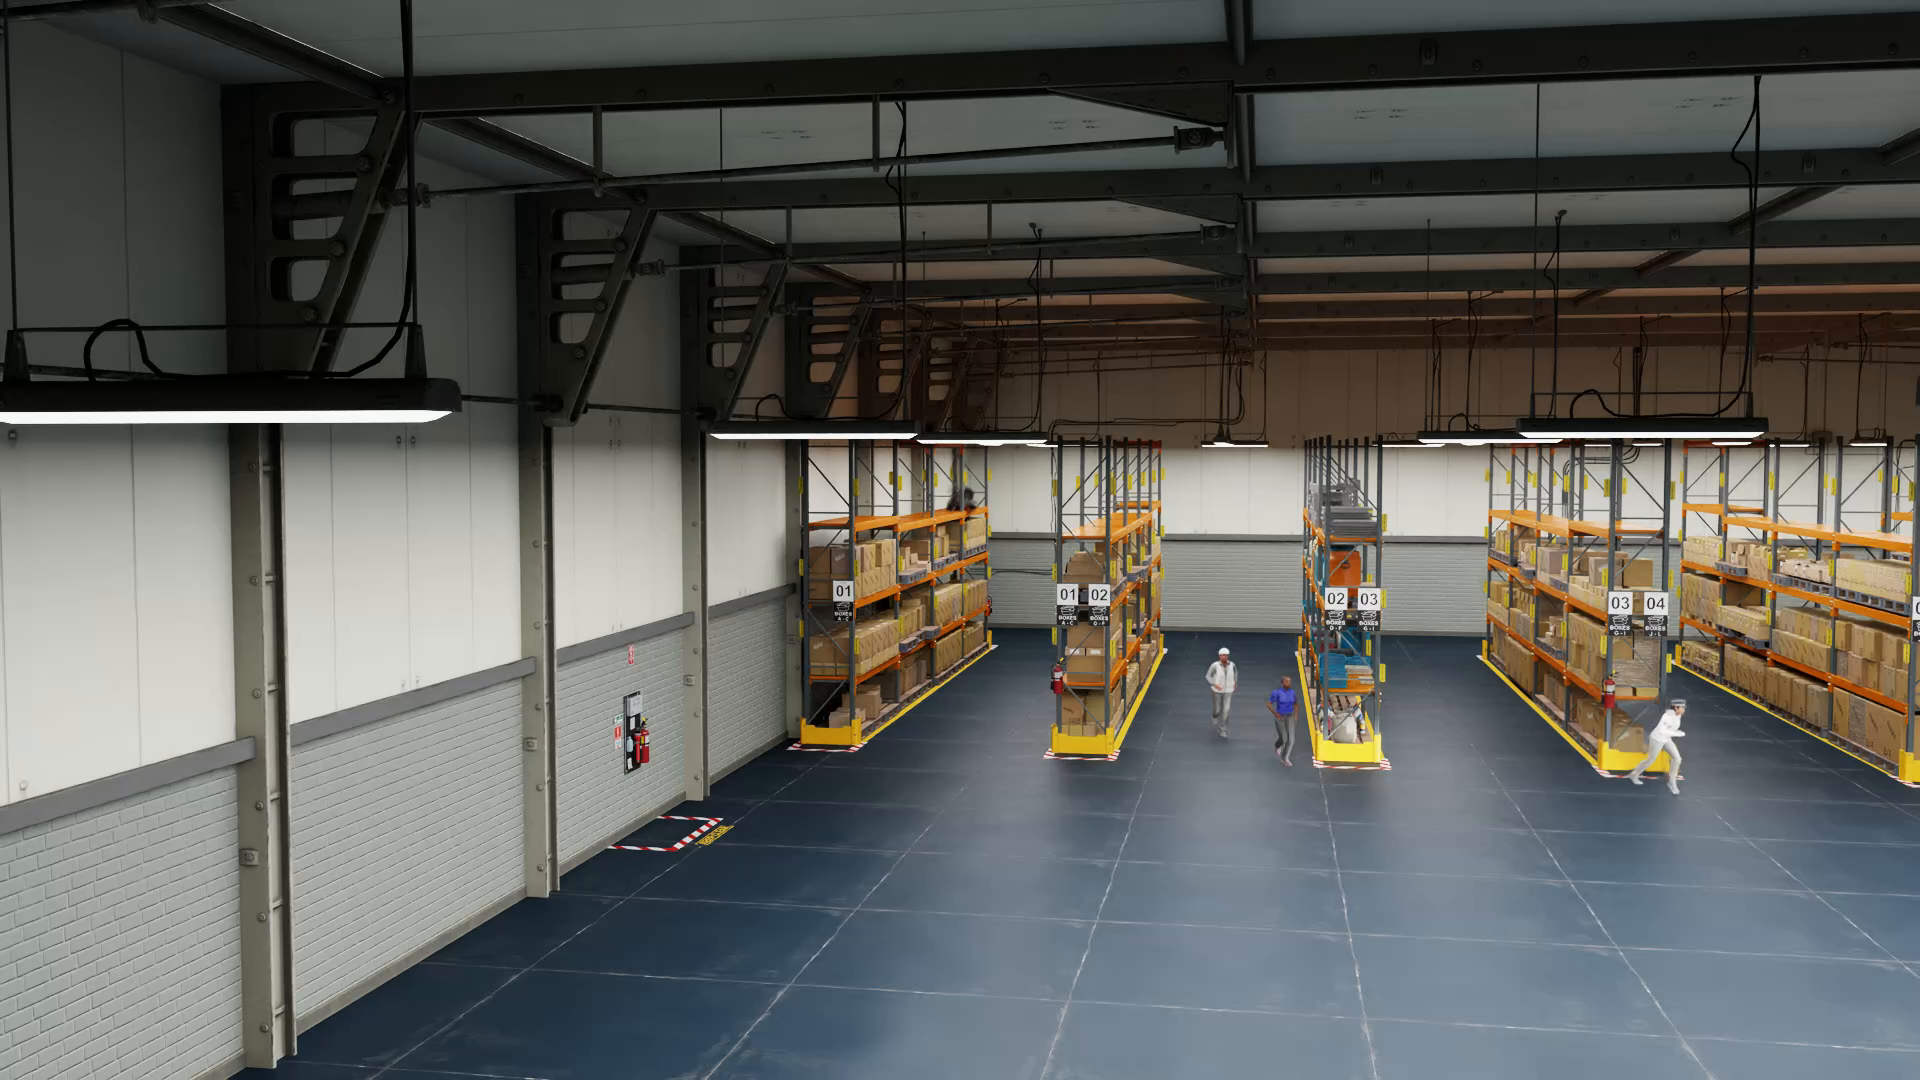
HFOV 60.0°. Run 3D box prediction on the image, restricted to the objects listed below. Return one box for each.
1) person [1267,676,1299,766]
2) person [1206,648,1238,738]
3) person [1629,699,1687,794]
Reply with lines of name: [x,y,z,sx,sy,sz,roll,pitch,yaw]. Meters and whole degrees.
person: [5.914,3.331,30.368,0.610,1.534,0.523,-1,3,-12]
person: [5.279,3.042,33.472,0.683,1.767,0.929,0,3,-6]
person: [11.760,3.443,27.998,0.654,1.617,0.950,-3,4,-42]
